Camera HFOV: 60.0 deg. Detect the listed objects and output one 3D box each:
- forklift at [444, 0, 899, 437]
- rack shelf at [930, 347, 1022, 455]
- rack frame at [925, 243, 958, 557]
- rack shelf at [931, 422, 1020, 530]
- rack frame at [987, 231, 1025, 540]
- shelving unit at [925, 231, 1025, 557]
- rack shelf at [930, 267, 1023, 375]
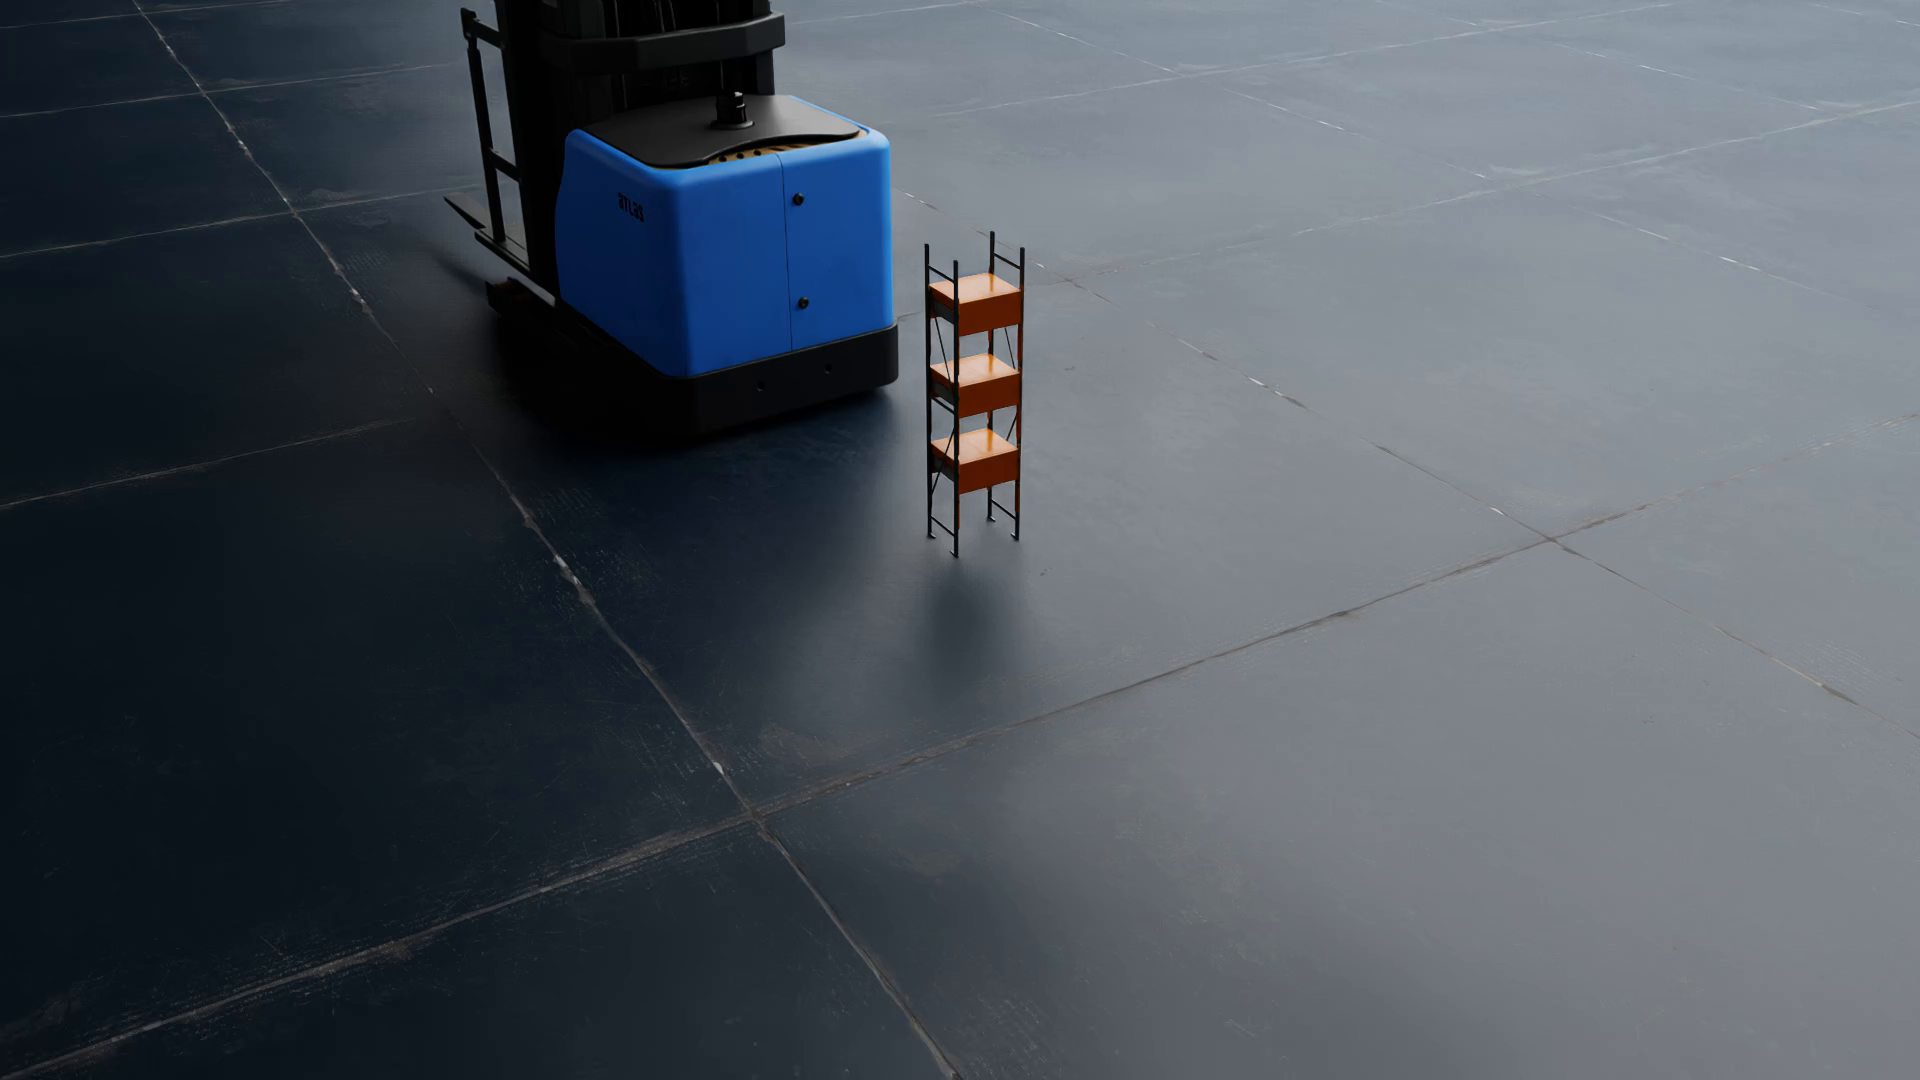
[{"bbox_3d":[-1.499,-2.338,6.952,1.130,2.935,3.031,-18,34,-30],"label":"forklift"},{"bbox_3d":[0.046,-0.463,5.525,0.240,0.259,0.215,-16,33,-26],"label":"rack shelf"},{"bbox_3d":[-0.059,-0.443,5.466,0.008,1.050,0.200,-16,33,-26],"label":"rack frame"},{"bbox_3d":[0.046,-0.220,5.659,0.240,0.259,0.215,-16,33,-26],"label":"rack shelf"},{"bbox_3d":[0.151,-0.503,5.574,0.008,1.050,0.200,-16,33,-26],"label":"rack frame"},{"bbox_3d":[0.046,-0.473,5.520,0.252,1.050,0.215,-16,33,-26],"label":"shelving unit"},{"bbox_3d":[0.046,-0.712,5.388,0.240,0.259,0.215,-16,33,-26],"label":"rack shelf"}]
